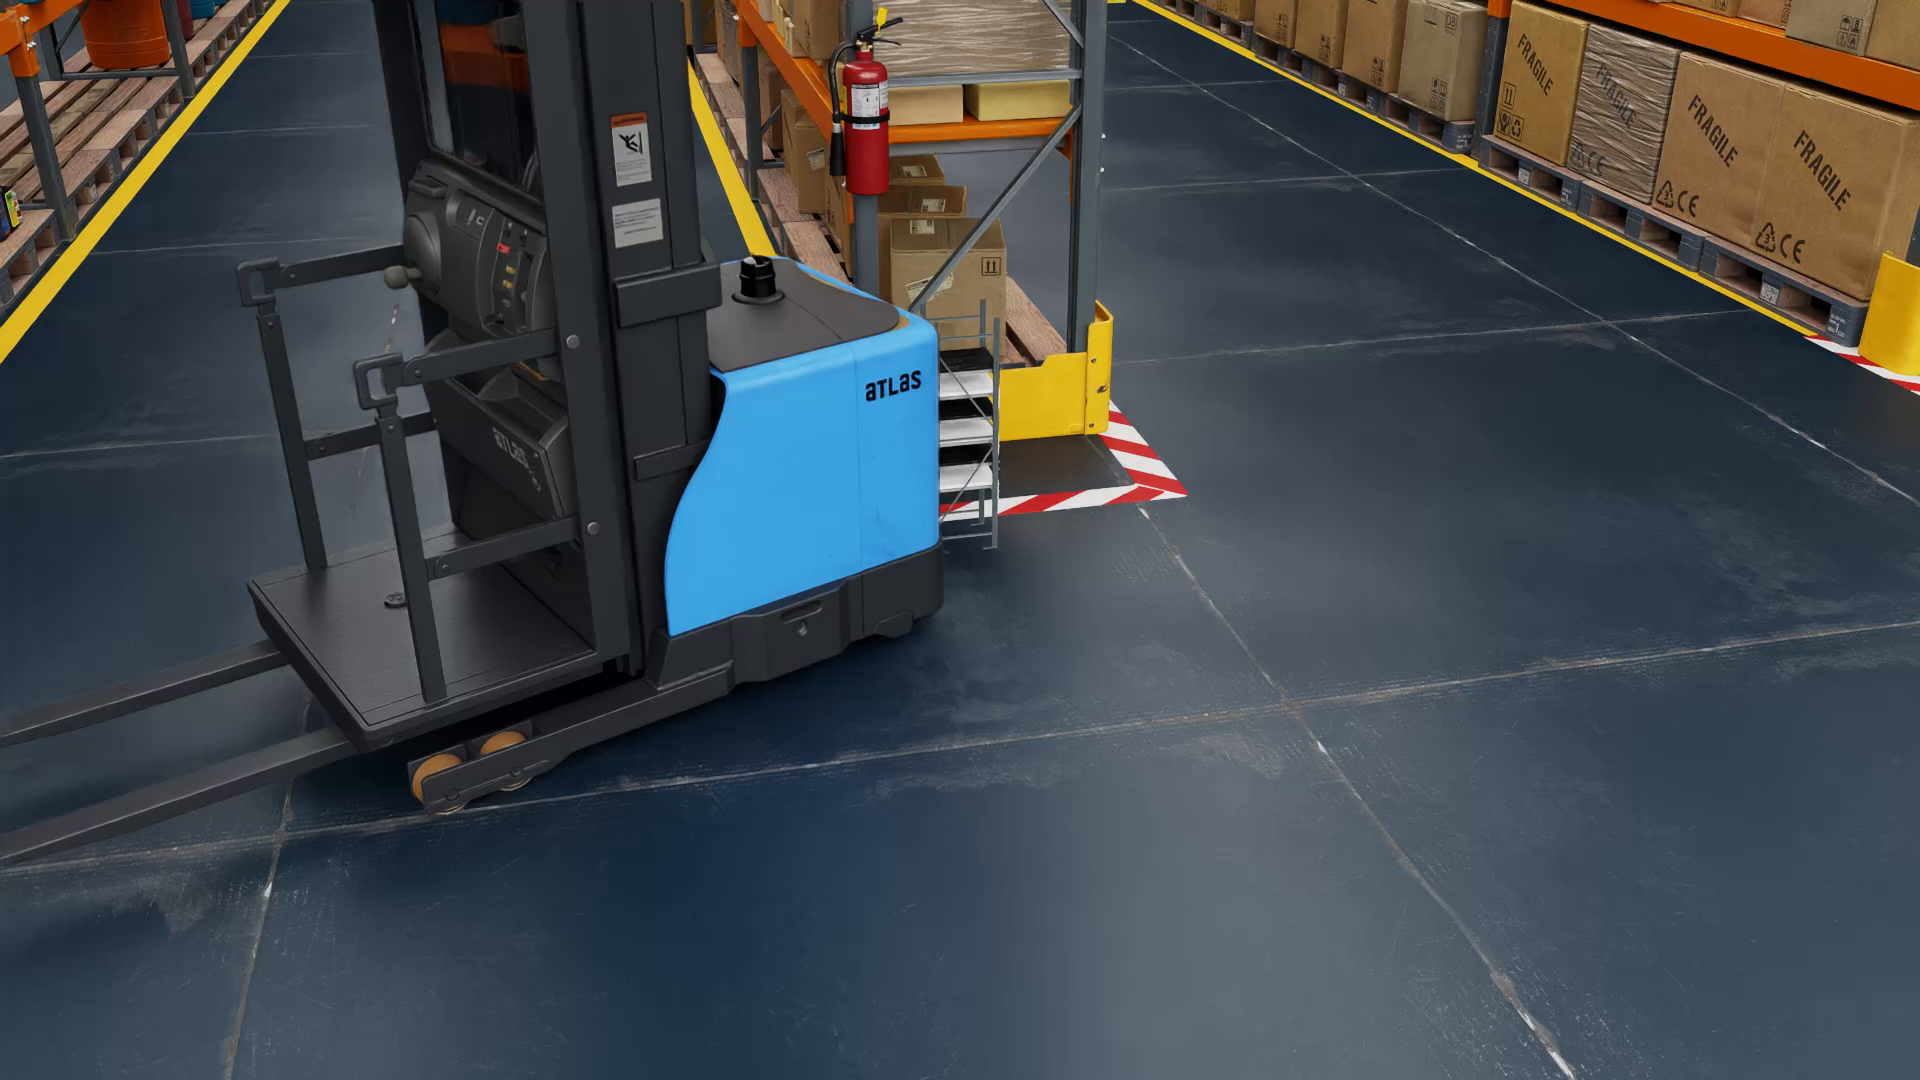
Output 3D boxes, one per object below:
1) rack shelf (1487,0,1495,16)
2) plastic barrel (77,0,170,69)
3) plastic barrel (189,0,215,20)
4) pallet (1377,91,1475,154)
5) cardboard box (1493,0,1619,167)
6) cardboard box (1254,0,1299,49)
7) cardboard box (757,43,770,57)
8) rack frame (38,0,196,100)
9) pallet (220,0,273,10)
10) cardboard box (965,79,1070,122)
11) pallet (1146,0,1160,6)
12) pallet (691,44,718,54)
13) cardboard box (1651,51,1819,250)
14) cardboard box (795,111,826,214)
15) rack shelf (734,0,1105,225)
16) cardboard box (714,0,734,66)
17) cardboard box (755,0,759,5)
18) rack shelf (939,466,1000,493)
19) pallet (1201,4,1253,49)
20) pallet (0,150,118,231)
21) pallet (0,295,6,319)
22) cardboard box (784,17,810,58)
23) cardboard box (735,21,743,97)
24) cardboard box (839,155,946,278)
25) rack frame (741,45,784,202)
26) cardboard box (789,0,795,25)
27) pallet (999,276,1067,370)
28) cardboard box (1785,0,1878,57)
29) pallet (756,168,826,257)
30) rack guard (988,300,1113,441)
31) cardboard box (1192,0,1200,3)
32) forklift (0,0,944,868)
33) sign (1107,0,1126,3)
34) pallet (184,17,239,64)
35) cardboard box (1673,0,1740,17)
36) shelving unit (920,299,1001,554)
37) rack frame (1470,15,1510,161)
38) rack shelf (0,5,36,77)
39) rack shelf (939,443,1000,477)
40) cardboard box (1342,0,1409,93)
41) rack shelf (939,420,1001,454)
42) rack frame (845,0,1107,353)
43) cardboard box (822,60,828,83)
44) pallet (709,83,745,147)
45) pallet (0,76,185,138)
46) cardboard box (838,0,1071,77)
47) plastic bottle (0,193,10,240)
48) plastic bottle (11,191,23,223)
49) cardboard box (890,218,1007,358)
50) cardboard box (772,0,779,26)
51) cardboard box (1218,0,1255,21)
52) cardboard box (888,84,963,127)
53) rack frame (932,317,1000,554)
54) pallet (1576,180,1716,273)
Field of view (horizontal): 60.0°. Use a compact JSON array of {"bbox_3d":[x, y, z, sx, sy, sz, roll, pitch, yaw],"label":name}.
[{"bbox_3d":[3.569,-4.559,12.752,1.077,0.370,4.000,-6,27,-12],"label":"rack shelf"},{"bbox_3d":[-6.690,-4.228,13.239,0.600,0.830,0.708,-6,27,-12],"label":"plastic barrel"},{"bbox_3d":[-7.199,-5.251,15.188,0.600,0.901,0.708,-6,27,-12],"label":"plastic barrel"},{"bbox_3d":[3.772,-3.088,12.135,1.003,0.211,1.213,-6,27,-12],"label":"pallet"},{"bbox_3d":[4.093,-2.958,10.673,0.875,0.875,0.875,-6,27,-11],"label":"cardboard box"},{"bbox_3d":[3.168,-4.665,14.194,1.050,0.750,0.750,-6,27,-12],"label":"cardboard box"},{"bbox_3d":[-1.042,-3.106,11.361,0.700,0.500,0.500,-6,27,-12],"label":"cardboard box"},{"bbox_3d":[-6.563,-4.796,12.423,1.000,3.000,0.127,-6,27,-12],"label":"rack frame"},{"bbox_3d":[-7.668,-5.626,17.162,1.003,0.211,1.213,-6,27,-12],"label":"pallet"},{"bbox_3d":[0.234,-1.824,6.814,0.380,0.149,0.250,-6,27,-12],"label":"cardboard box"},{"bbox_3d":[2.393,-5.928,17.760,1.003,0.211,1.213,-6,27,-12],"label":"pallet"},{"bbox_3d":[-1.841,-4.408,14.749,1.003,0.211,1.213,-6,27,-12],"label":"pallet"},{"bbox_3d":[4.503,-2.162,9.097,0.875,0.875,0.875,-6,27,-12],"label":"cardboard box"},{"bbox_3d":[-0.648,-2.184,9.556,0.500,0.500,0.500,2,27,5],"label":"cardboard box"},{"bbox_3d":[-0.385,-2.344,8.363,1.077,0.370,4.000,-6,27,-12],"label":"rack shelf"},{"bbox_3d":[-1.567,-4.087,13.305,0.700,0.500,0.500,-7,28,-14],"label":"cardboard box"},{"bbox_3d":[-0.953,-3.088,9.318,0.380,0.149,0.250,-6,27,-12],"label":"cardboard box"},{"bbox_3d":[-0.002,-0.215,6.150,0.258,0.077,0.200,-6,27,-12],"label":"rack shelf"},{"bbox_3d":[2.943,-4.857,15.638,1.003,0.211,1.213,-6,27,-12],"label":"pallet"},{"bbox_3d":[-5.876,-2.136,10.247,1.003,0.211,1.213,-6,27,-12],"label":"pallet"},{"bbox_3d":[-5.272,-0.959,7.916,1.003,0.211,1.213,-6,27,-12],"label":"pallet"},{"bbox_3d":[-0.640,-2.427,8.008,0.380,0.149,0.250,-6,27,-12],"label":"cardboard box"},{"bbox_3d":[-1.295,-3.597,12.333,0.700,0.500,0.500,-4,27,-7],"label":"cardboard box"},{"bbox_3d":[-0.349,-1.670,8.538,0.500,0.500,0.500,-3,27,-7],"label":"cardboard box"},{"bbox_3d":[-0.836,-3.543,9.940,1.000,3.000,0.127,-6,27,-12],"label":"rack frame"},{"bbox_3d":[-0.332,-2.640,7.710,0.875,0.500,0.500,-6,27,-12],"label":"cardboard box"},{"bbox_3d":[-0.100,-0.936,7.869,1.003,0.211,1.213,-6,27,-12],"label":"pallet"},{"bbox_3d":[4.648,-2.711,8.125,0.875,0.550,0.550,-6,27,-12],"label":"cardboard box"},{"bbox_3d":[-0.650,-2.007,9.992,1.003,0.211,1.213,-6,27,-12],"label":"pallet"},{"bbox_3d":[0.049,-0.704,7.091,1.175,0.500,0.348,-6,27,-12],"label":"rack guard"},{"bbox_3d":[2.467,-5.551,16.227,0.500,0.500,0.500,-7,28,-14],"label":"cardboard box"},{"bbox_3d":[-1.537,-0.801,4.583,3.031,2.935,1.130,-19,32,-33],"label":"forklift"},{"bbox_3d":[0.594,-2.229,6.376,0.100,0.325,0.005,-6,27,-12],"label":"sign"},{"bbox_3d":[-7.052,-4.427,14.788,1.003,0.211,1.213,-6,27,-12],"label":"pallet"},{"bbox_3d":[4.484,-3.198,9.090,0.875,0.550,0.500,-6,27,-12],"label":"cardboard box"},{"bbox_3d":[-0.002,-0.405,6.054,0.258,0.900,0.210,-6,27,-12],"label":"shelving unit"},{"bbox_3d":[4.019,-4.002,10.850,1.000,3.000,0.127,-6,27,-12],"label":"rack frame"},{"bbox_3d":[-5.211,-1.841,7.366,1.077,0.370,4.000,-6,27,-12],"label":"rack shelf"},{"bbox_3d":[-0.002,-0.295,6.110,0.258,0.077,0.200,-6,27,-12],"label":"rack shelf"},{"bbox_3d":[3.578,-3.873,12.624,1.050,0.750,0.750,-6,27,-12],"label":"cardboard box"},{"bbox_3d":[-0.002,-0.376,6.069,0.258,0.077,0.200,-6,27,-12],"label":"rack shelf"},{"bbox_3d":[0.066,-1.787,6.461,1.000,3.000,0.127,-6,27,-12],"label":"rack frame"},{"bbox_3d":[-0.403,-2.105,7.369,0.380,0.149,0.250,-6,27,-12],"label":"cardboard box"},{"bbox_3d":[-1.291,-3.176,12.309,1.003,0.211,1.213,-6,27,-12],"label":"pallet"},{"bbox_3d":[-6.426,-3.207,12.370,1.003,0.211,1.213,-6,27,-12],"label":"pallet"},{"bbox_3d":[-0.031,-2.209,6.856,0.875,0.500,0.500,-6,27,-12],"label":"cardboard box"},{"bbox_3d":[-5.235,-1.800,8.939,0.144,0.351,0.185,-7,28,-13],"label":"plastic bottle"},{"bbox_3d":[-5.276,-1.859,9.222,0.097,0.201,0.097,0,27,0],"label":"plastic bottle"},{"bbox_3d":[-0.059,-1.134,7.476,0.500,0.500,0.500,-1,27,-2],"label":"cardboard box"},{"bbox_3d":[-0.775,-2.760,8.667,0.380,0.149,0.250,-6,27,-12],"label":"cardboard box"},{"bbox_3d":[2.715,-5.092,15.318,0.500,0.500,0.500,-6,27,-12],"label":"cardboard box"},{"bbox_3d":[-0.200,-1.779,6.724,0.380,0.149,0.250,-6,27,-12],"label":"cardboard box"},{"bbox_3d":[0.021,-0.361,5.966,0.240,0.900,0.006,-6,27,-12],"label":"rack frame"},{"bbox_3d":[4.393,-1.879,9.738,1.003,0.211,1.213,-6,27,-12],"label":"pallet"}]
